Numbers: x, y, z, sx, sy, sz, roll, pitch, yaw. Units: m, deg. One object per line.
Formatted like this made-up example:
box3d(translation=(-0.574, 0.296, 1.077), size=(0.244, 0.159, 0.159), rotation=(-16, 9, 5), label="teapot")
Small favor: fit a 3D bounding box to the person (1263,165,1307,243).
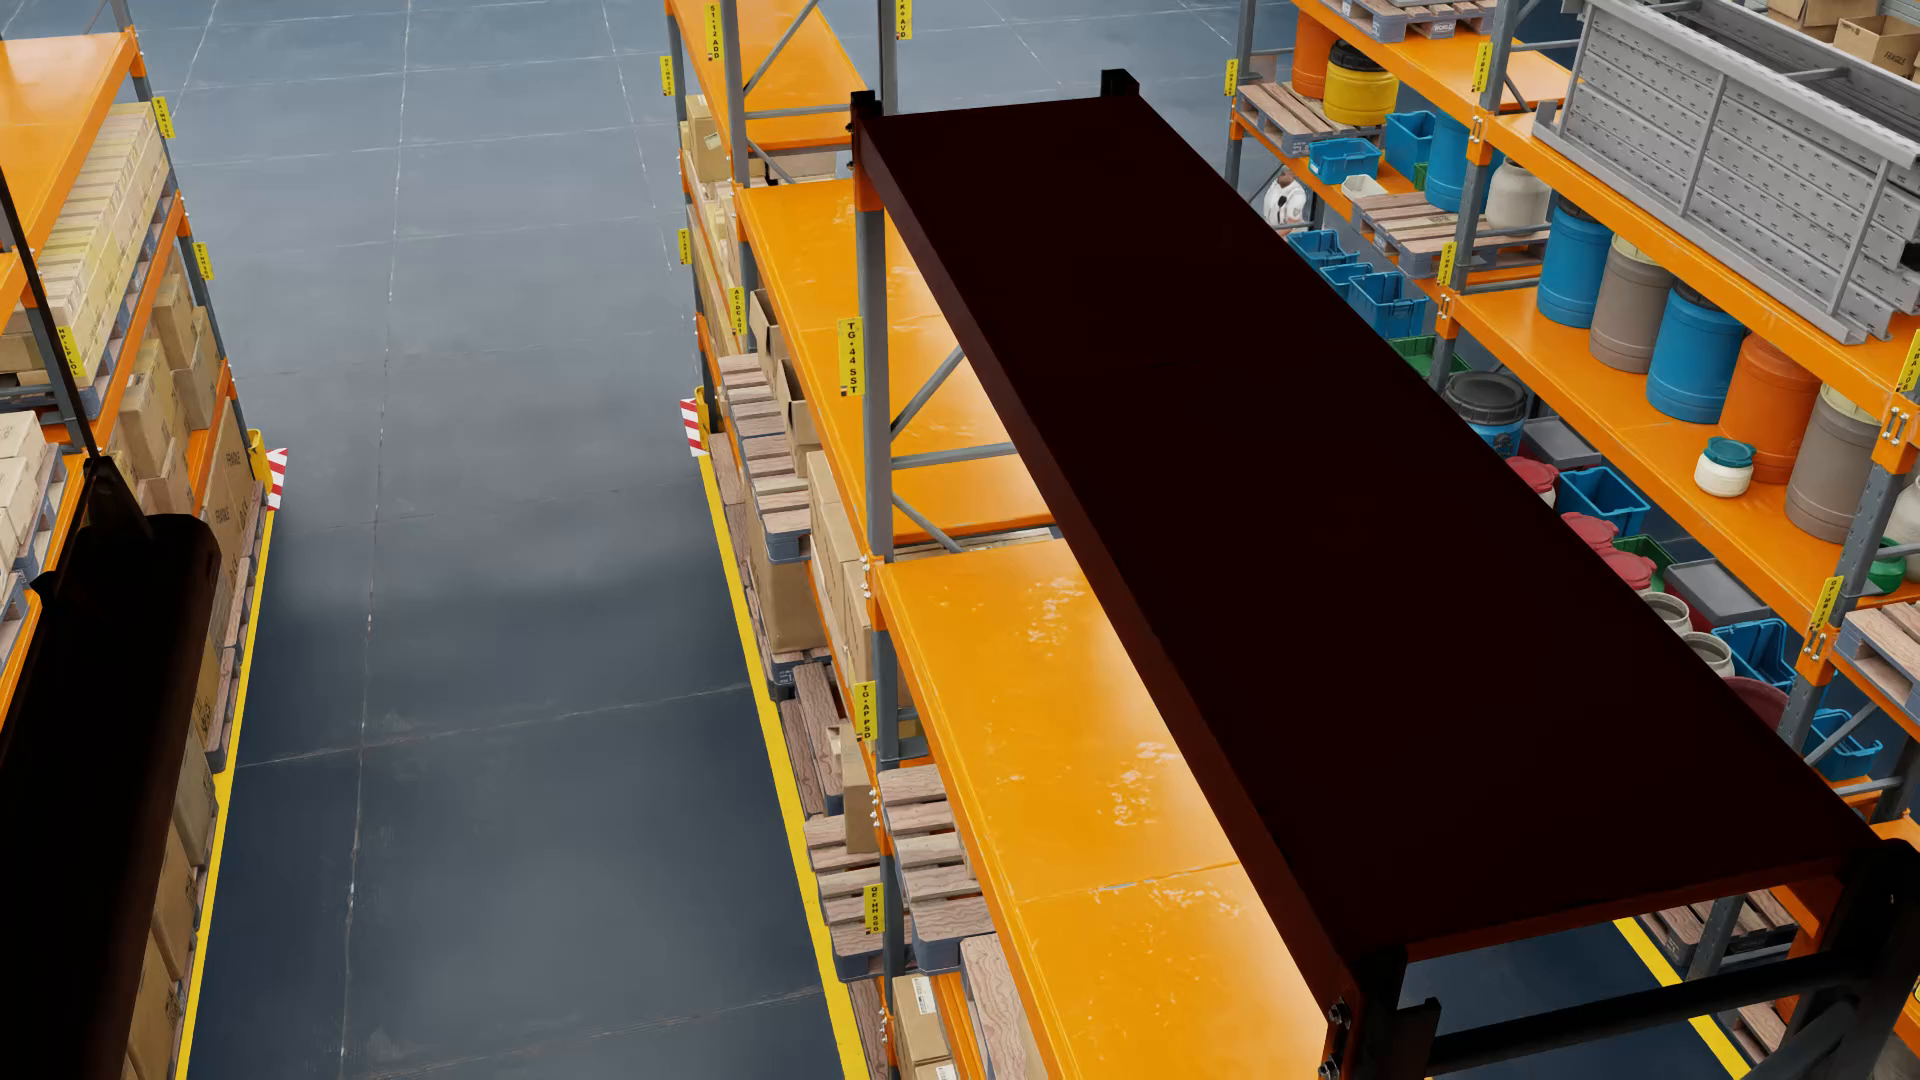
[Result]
box3d(translation=(3.273, -3.153, 17.141), size=(1.107, 1.689, 0.588), rotation=(-10, 36, -14), label="person")
